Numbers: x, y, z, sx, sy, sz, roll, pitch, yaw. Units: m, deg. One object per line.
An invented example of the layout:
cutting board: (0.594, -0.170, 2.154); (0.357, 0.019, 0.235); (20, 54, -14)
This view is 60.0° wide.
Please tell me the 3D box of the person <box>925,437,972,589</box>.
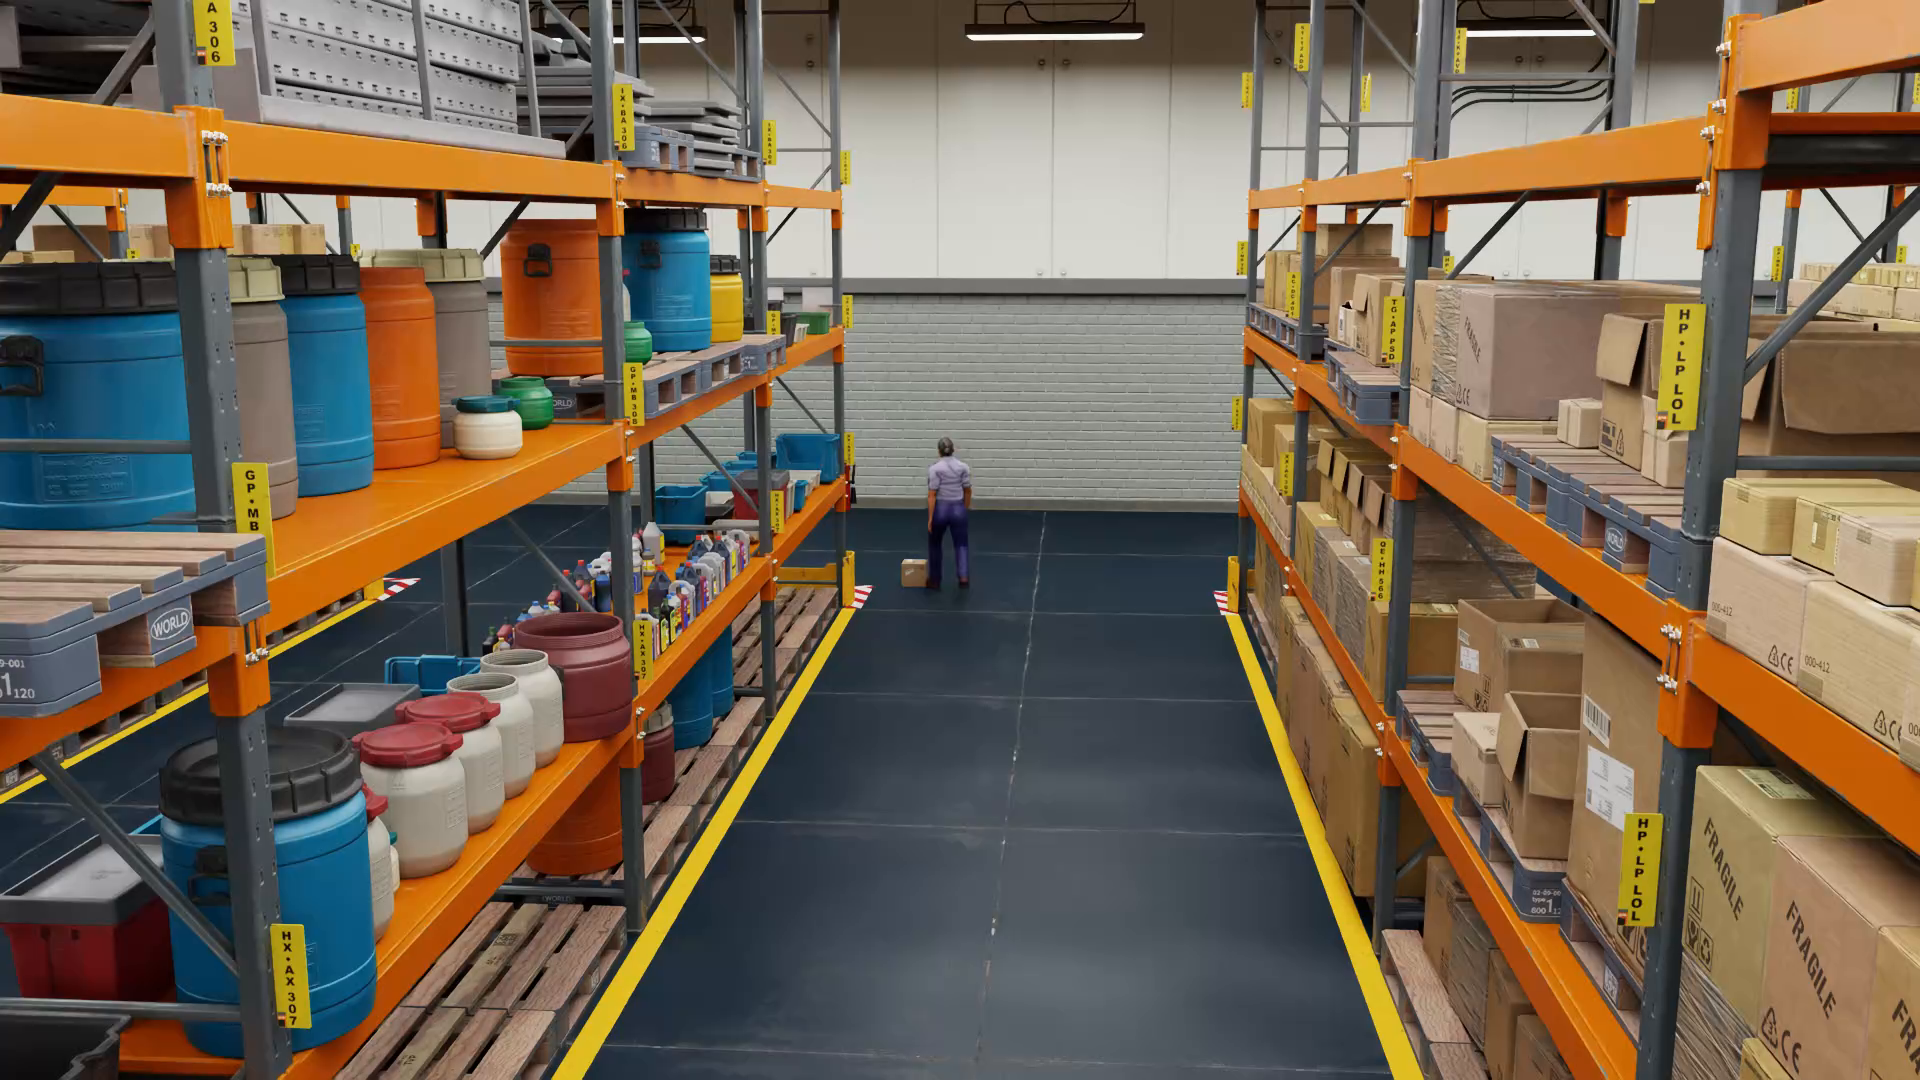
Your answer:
person: (-0.117, -0.263, 17.289); (0.484, 1.619, 0.837); (-3, 11, -13)
